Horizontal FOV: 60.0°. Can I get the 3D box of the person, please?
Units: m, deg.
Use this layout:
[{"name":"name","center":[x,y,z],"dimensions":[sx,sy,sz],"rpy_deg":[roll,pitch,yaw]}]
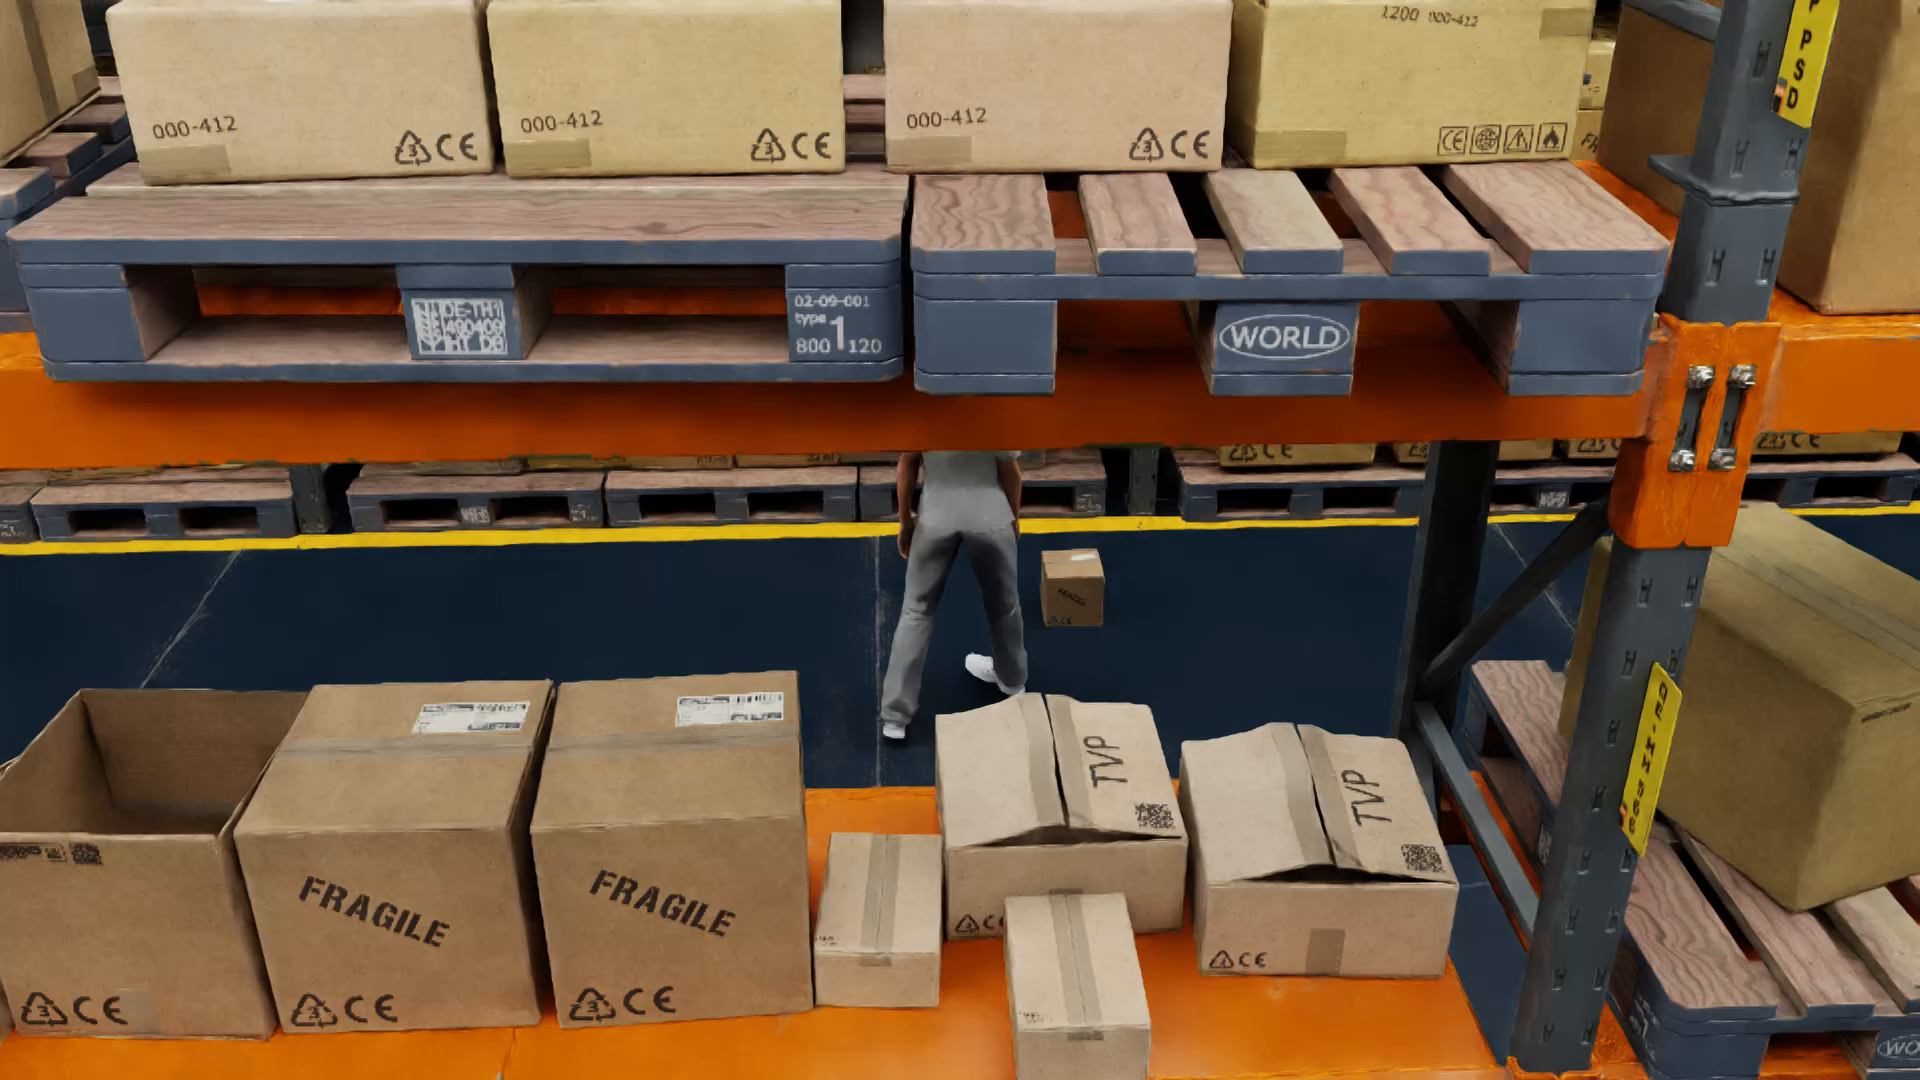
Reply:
[{"name":"person","center":[-0.015,-0.054,6.242],"dimensions":[0.536,1.671,0.618],"rpy_deg":[4,28,8]}]
